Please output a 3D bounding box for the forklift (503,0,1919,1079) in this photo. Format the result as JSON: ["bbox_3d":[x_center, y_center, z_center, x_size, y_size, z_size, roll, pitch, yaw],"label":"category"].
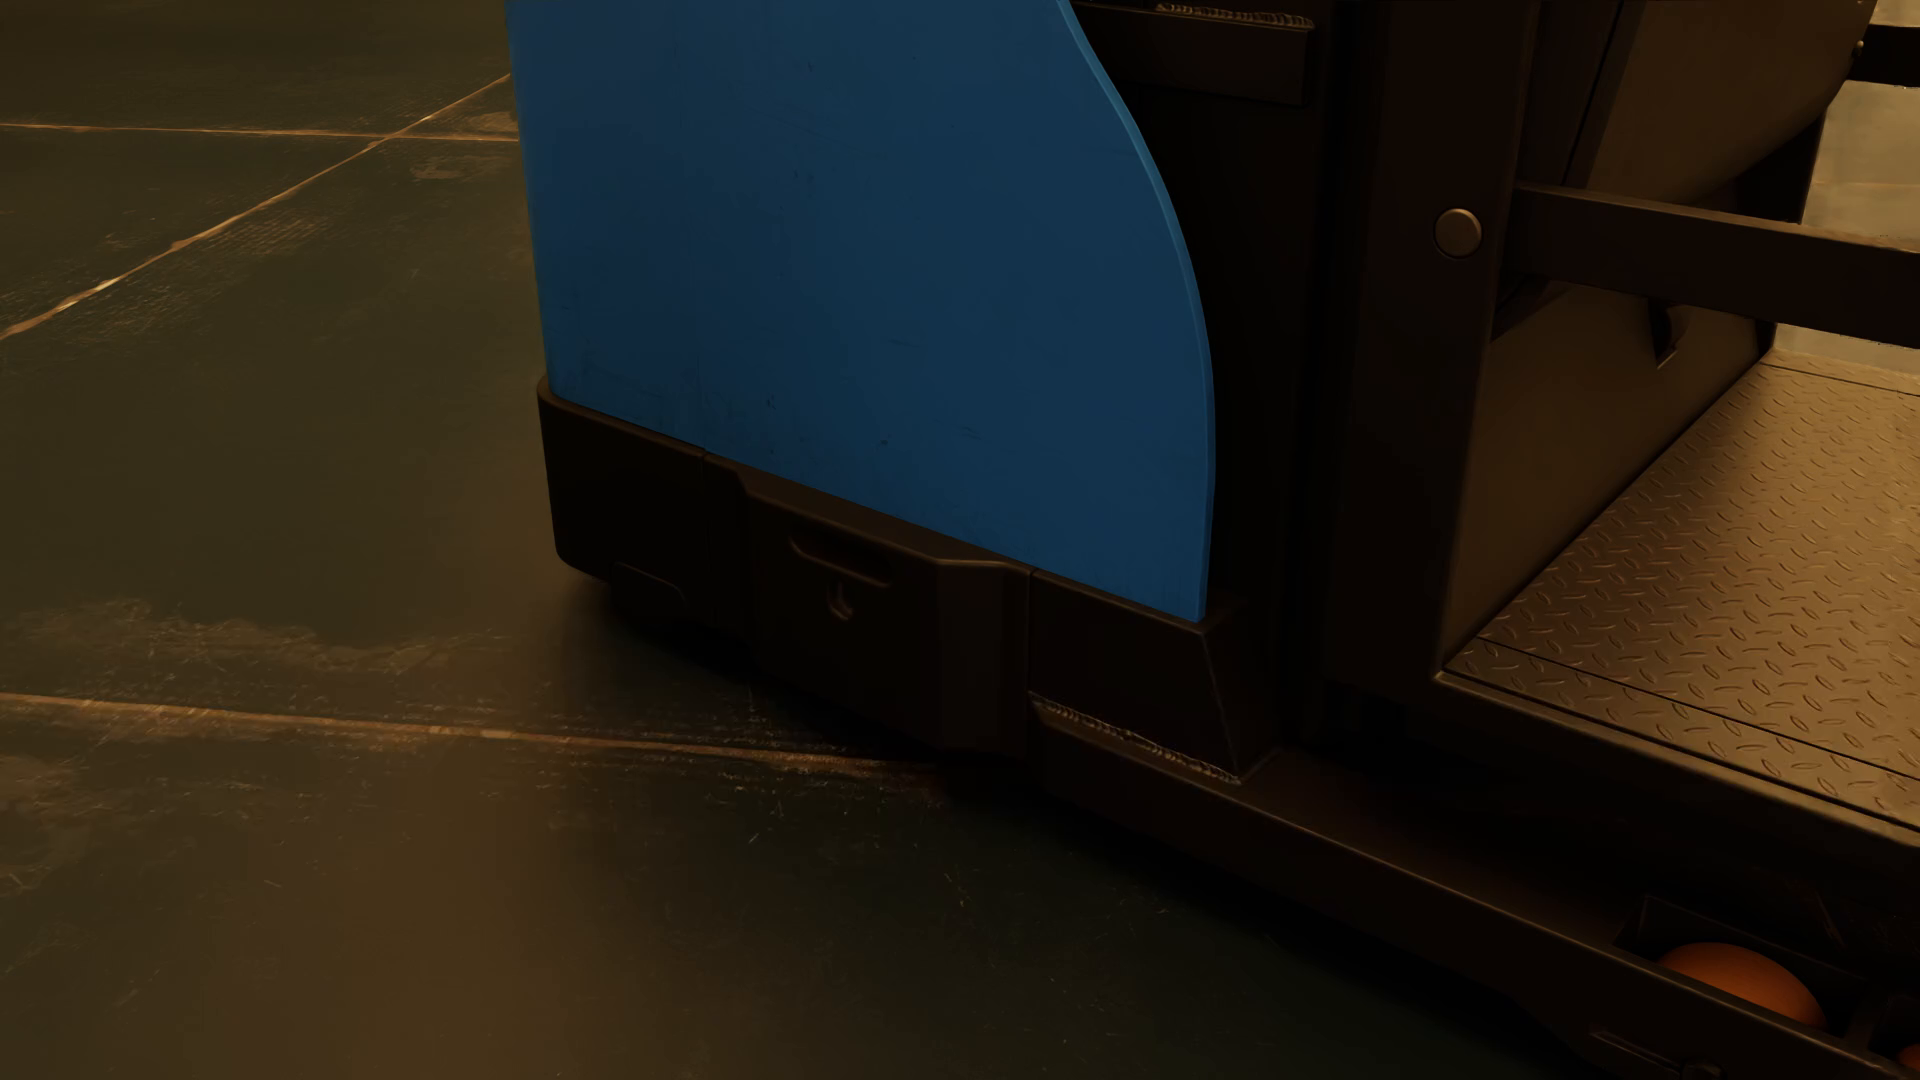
[{"bbox_3d":[0.905,-1.004,1.228,3.031,2.935,1.130,19,32,34],"label":"forklift"}]
